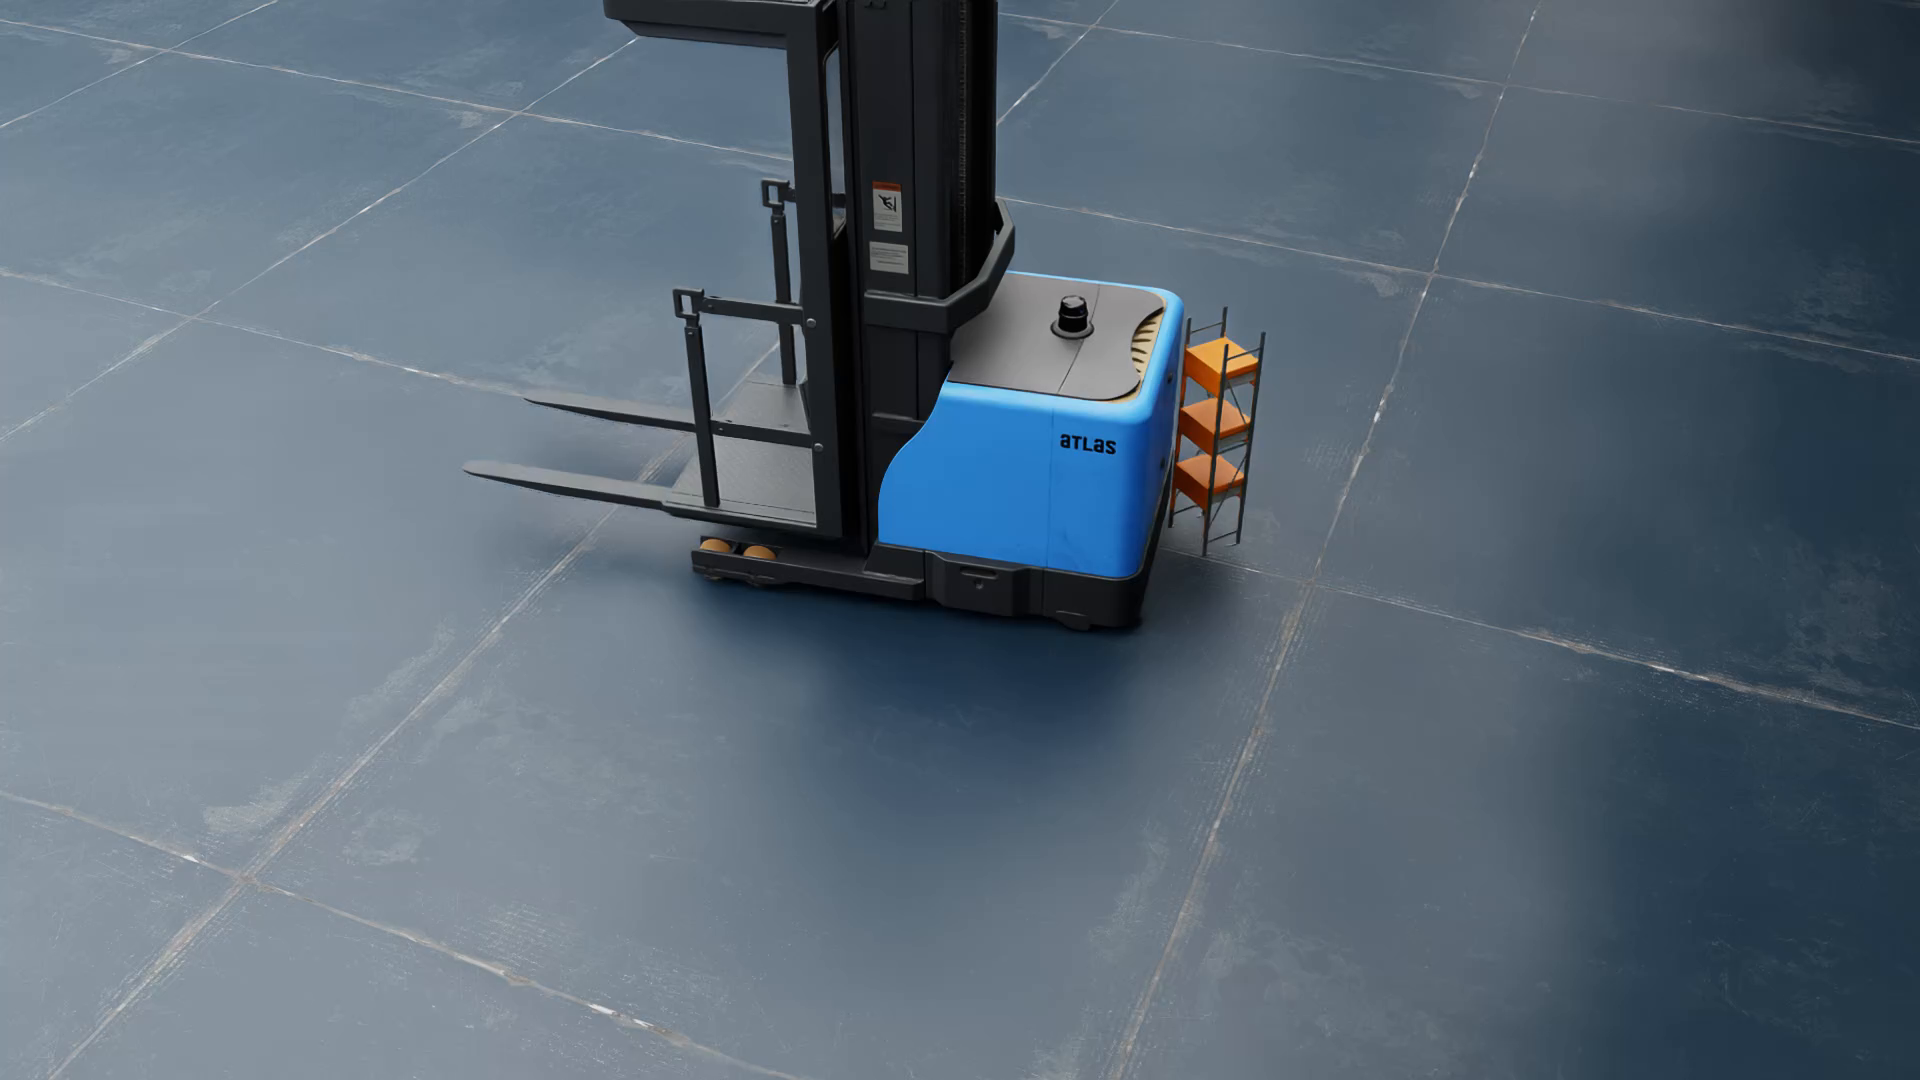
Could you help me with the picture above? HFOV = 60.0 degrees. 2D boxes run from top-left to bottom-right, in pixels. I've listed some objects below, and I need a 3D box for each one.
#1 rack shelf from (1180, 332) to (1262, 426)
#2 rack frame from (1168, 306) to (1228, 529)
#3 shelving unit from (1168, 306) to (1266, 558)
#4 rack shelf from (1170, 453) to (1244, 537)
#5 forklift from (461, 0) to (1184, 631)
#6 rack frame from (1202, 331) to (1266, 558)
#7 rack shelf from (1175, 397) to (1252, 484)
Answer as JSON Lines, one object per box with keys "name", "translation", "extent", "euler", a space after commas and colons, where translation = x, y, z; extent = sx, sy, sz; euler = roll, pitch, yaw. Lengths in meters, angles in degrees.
{"name": "rack shelf", "translation": [1.064, -0.658, 6.797], "extent": [0.215, 0.259, 0.240], "euler": [-20, 41, -24]}
{"name": "rack frame", "translation": [1.003, -0.502, 7.045], "extent": [0.200, 1.050, 0.008], "euler": [-20, 41, -24]}
{"name": "shelving unit", "translation": [1.065, -0.439, 6.960], "extent": [0.215, 1.050, 0.252], "euler": [-20, 41, -24]}
{"name": "rack shelf", "translation": [1.065, -0.208, 7.133], "extent": [0.215, 0.259, 0.240], "euler": [-20, 41, -24]}
{"name": "forklift", "translation": [-0.642, -1.279, 6.513], "extent": [3.031, 2.935, 1.130], "euler": [9, 38, 11]}
{"name": "rack frame", "translation": [1.127, -0.376, 6.876], "extent": [0.200, 1.050, 0.008], "euler": [-20, 41, -24]}
{"name": "rack shelf", "translation": [1.065, -0.431, 6.967], "extent": [0.215, 0.259, 0.240], "euler": [-20, 41, -24]}
